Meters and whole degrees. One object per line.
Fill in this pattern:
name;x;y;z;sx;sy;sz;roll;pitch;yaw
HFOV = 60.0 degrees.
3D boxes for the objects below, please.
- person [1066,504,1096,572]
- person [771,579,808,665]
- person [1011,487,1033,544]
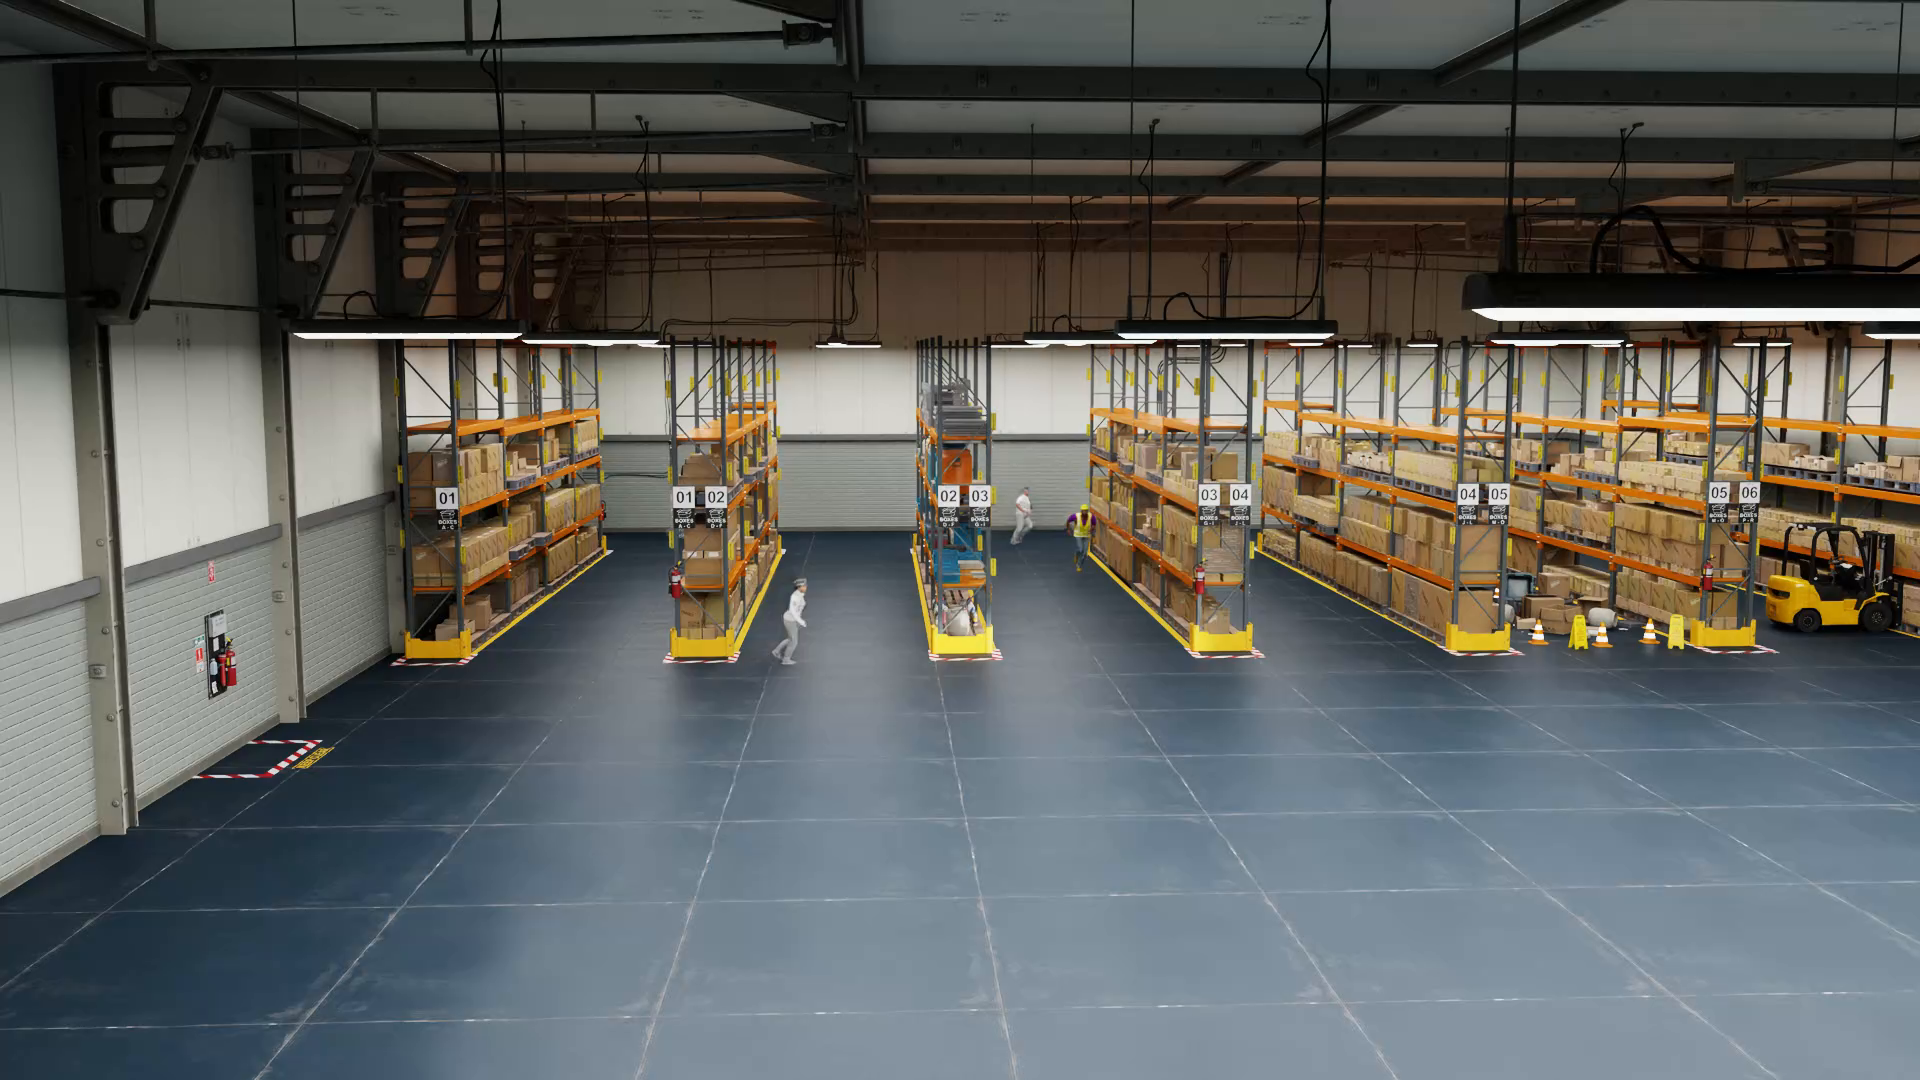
person;3.014;-0.043;40.914;0.676;1.696;0.715;-2;7;-15
person;-3.121;1.484;30.345;0.716;1.601;0.576;0;7;4
person;1.897;-0.737;49.526;0.592;1.704;0.791;4;7;28
